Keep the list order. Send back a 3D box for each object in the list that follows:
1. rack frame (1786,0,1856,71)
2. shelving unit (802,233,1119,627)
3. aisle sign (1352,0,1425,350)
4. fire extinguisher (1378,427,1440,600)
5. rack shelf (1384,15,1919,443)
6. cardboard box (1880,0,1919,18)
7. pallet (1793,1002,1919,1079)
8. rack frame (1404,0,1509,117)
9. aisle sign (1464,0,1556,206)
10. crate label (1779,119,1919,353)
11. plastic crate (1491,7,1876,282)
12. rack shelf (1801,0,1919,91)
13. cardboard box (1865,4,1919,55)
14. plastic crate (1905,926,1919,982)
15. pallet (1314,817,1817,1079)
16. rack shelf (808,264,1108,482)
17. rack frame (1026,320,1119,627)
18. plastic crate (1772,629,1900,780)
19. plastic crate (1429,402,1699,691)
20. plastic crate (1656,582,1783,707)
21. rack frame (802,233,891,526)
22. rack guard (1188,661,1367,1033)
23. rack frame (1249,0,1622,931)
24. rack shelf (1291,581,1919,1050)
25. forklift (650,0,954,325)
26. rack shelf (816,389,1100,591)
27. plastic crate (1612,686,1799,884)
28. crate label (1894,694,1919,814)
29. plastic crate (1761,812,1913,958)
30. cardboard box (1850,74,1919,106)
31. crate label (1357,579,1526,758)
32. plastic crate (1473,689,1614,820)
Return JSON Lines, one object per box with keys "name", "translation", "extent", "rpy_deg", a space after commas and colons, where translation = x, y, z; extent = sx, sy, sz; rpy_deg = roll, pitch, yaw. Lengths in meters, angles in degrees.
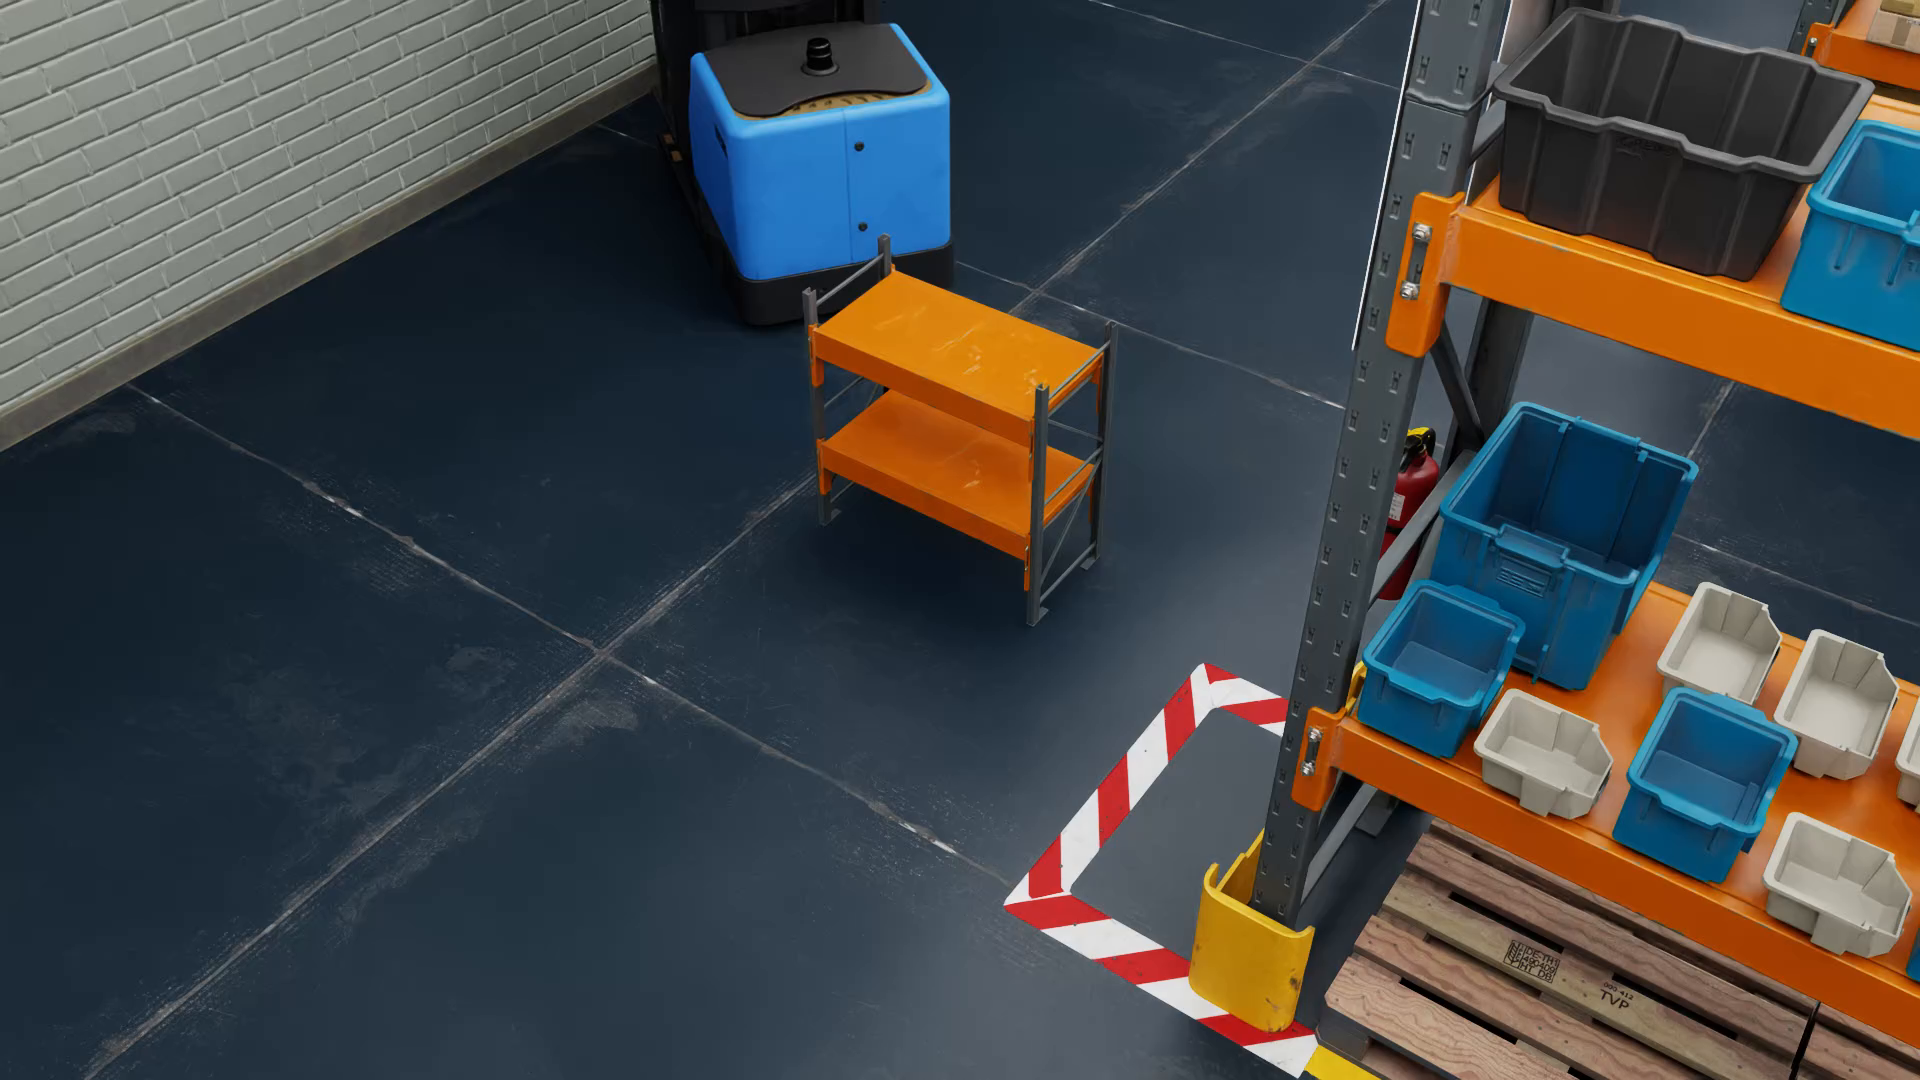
{"name": "rack frame", "translation": [4.037, -2.683, 7.499], "extent": [0.127, 3.000, 1.000], "rpy_deg": [25, 48, 25]}
{"name": "shelving unit", "translation": [-0.006, -0.422, 6.378], "extent": [1.048, 1.125, 0.538], "rpy_deg": [25, 48, 25]}
{"name": "aisle sign", "translation": [0.963, -0.813, 3.460], "extent": [0.004, 0.787, 0.394], "rpy_deg": [25, 48, 25]}
{"name": "fire extinguisher", "translation": [1.330, -0.117, 4.969], "extent": [0.183, 0.674, 0.296], "rpy_deg": [25, 48, 25]}
{"name": "rack shelf", "translation": [2.830, -0.063, 2.861], "extent": [4.000, 0.370, 1.077], "rpy_deg": [25, 48, 25]}
{"name": "cardboard box", "translation": [4.275, -2.407, 7.080], "extent": [0.500, 0.250, 0.500], "rpy_deg": [24, 47, 24]}
{"name": "pallet", "translation": [2.840, 1.865, 4.508], "extent": [1.213, 0.211, 1.003], "rpy_deg": [25, 48, 25]}
{"name": "rack frame", "translation": [1.193, -2.215, 2.477], "extent": [0.127, 3.000, 1.000], "rpy_deg": [25, 48, 25]}
{"name": "aisle sign", "translation": [1.302, -1.135, 3.820], "extent": [0.004, 0.787, 0.394], "rpy_deg": [25, 48, 25]}
{"name": "crate label", "translation": [1.763, -0.512, 2.934], "extent": [0.502, 0.251, 0.408], "rpy_deg": [25, 48, 25]}
{"name": "plastic crate", "translation": [1.348, -0.749, 3.186], "extent": [0.590, 0.269, 0.497], "rpy_deg": [25, 48, 25]}
{"name": "rack shelf", "translation": [5.674, -1.649, 6.883], "extent": [4.000, 0.370, 1.077], "rpy_deg": [25, 48, 25]}
{"name": "cardboard box", "translation": [4.138, -2.273, 7.230], "extent": [0.250, 0.149, 0.380], "rpy_deg": [26, 48, 26]}
{"name": "plastic crate", "translation": [2.284, 0.839, 3.643], "extent": [0.300, 0.233, 0.416], "rpy_deg": [25, 48, 25]}
{"name": "pallet", "translation": [1.846, 1.397, 5.030], "extent": [1.213, 0.211, 1.003], "rpy_deg": [25, 48, 25]}
{"name": "rack shelf", "translation": [-0.006, -0.640, 6.183], "extent": [1.000, 0.278, 0.538], "rpy_deg": [25, 48, 25]}
{"name": "rack frame", "translation": [0.411, -0.227, 6.160], "extent": [0.032, 1.125, 0.500], "rpy_deg": [25, 48, 25]}
{"name": "plastic crate", "translation": [2.193, 0.429, 4.174], "extent": [0.243, 0.136, 0.396], "rpy_deg": [25, 48, 25]}
{"name": "plastic crate", "translation": [1.574, 0.012, 4.416], "extent": [0.499, 0.435, 0.616], "rpy_deg": [25, 48, 25]}
{"name": "plastic crate", "translation": [1.964, 0.310, 4.306], "extent": [0.243, 0.136, 0.396], "rpy_deg": [25, 48, 25]}
{"name": "rack frame", "translation": [-0.422, -0.616, 6.595], "extent": [0.032, 1.125, 0.500], "rpy_deg": [25, 48, 25]}
{"name": "rack guard", "translation": [1.166, 0.950, 5.313], "extent": [0.348, 0.500, 1.175], "rpy_deg": [25, 48, 25]}
{"name": "rack frame", "translation": [1.193, 0.021, 4.477], "extent": [0.127, 3.000, 1.000], "rpy_deg": [25, 48, 25]}
{"name": "rack shelf", "translation": [2.830, 1.055, 3.861], "extent": [4.000, 0.370, 1.077], "rpy_deg": [25, 48, 25]}
{"name": "forklift", "translation": [-0.997, -3.089, 8.004], "extent": [1.130, 2.935, 3.031], "rpy_deg": [-13, 43, -14]}
{"name": "rack shelf", "translation": [-0.006, -0.240, 6.541], "extent": [1.000, 0.278, 0.538], "rpy_deg": [25, 48, 25]}
{"name": "plastic crate", "translation": [1.745, 0.587, 3.925], "extent": [0.300, 0.233, 0.416], "rpy_deg": [25, 48, 25]}
{"name": "crate label", "translation": [2.435, 0.522, 4.069], "extent": [0.243, 0.136, 0.396], "rpy_deg": [25, 48, 25]}
{"name": "plastic crate", "translation": [1.976, 0.799, 3.760], "extent": [0.298, 0.136, 0.250], "rpy_deg": [25, 48, 25]}
{"name": "cardboard box", "translation": [4.607, -1.846, 7.842], "extent": [0.875, 0.875, 0.875], "rpy_deg": [25, 48, 25]}
{"name": "crate label", "translation": [1.206, 0.335, 4.206], "extent": [0.303, 0.233, 0.416], "rpy_deg": [25, 48, 25]}
{"name": "plastic crate", "translation": [1.421, 0.539, 4.051], "extent": [0.298, 0.136, 0.250], "rpy_deg": [25, 48, 25]}
